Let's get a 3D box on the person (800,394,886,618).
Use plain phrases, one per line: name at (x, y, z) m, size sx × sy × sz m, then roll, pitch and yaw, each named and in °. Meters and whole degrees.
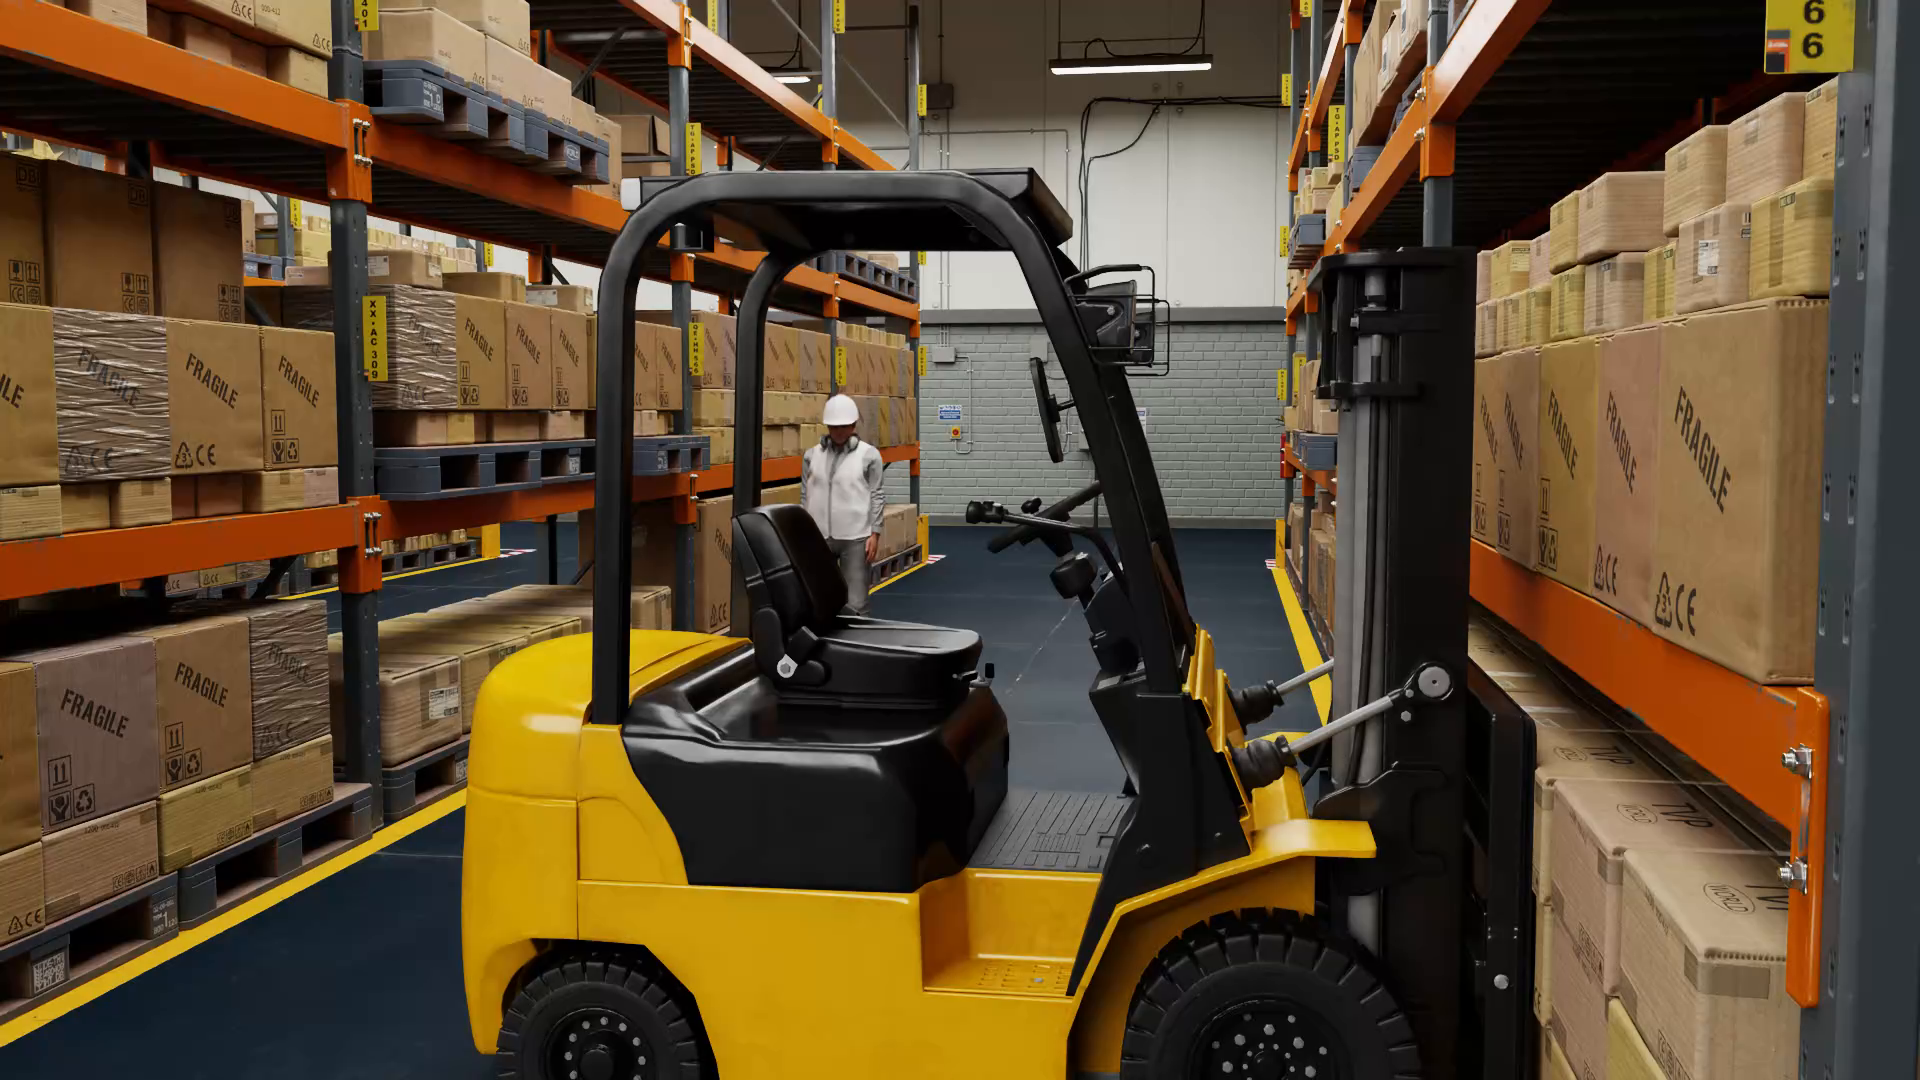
person at (-0.717, -0.004, 10.105) m, size 0.535 × 1.763 × 0.363 m, roll 1°, pitch 5°, yaw 12°
